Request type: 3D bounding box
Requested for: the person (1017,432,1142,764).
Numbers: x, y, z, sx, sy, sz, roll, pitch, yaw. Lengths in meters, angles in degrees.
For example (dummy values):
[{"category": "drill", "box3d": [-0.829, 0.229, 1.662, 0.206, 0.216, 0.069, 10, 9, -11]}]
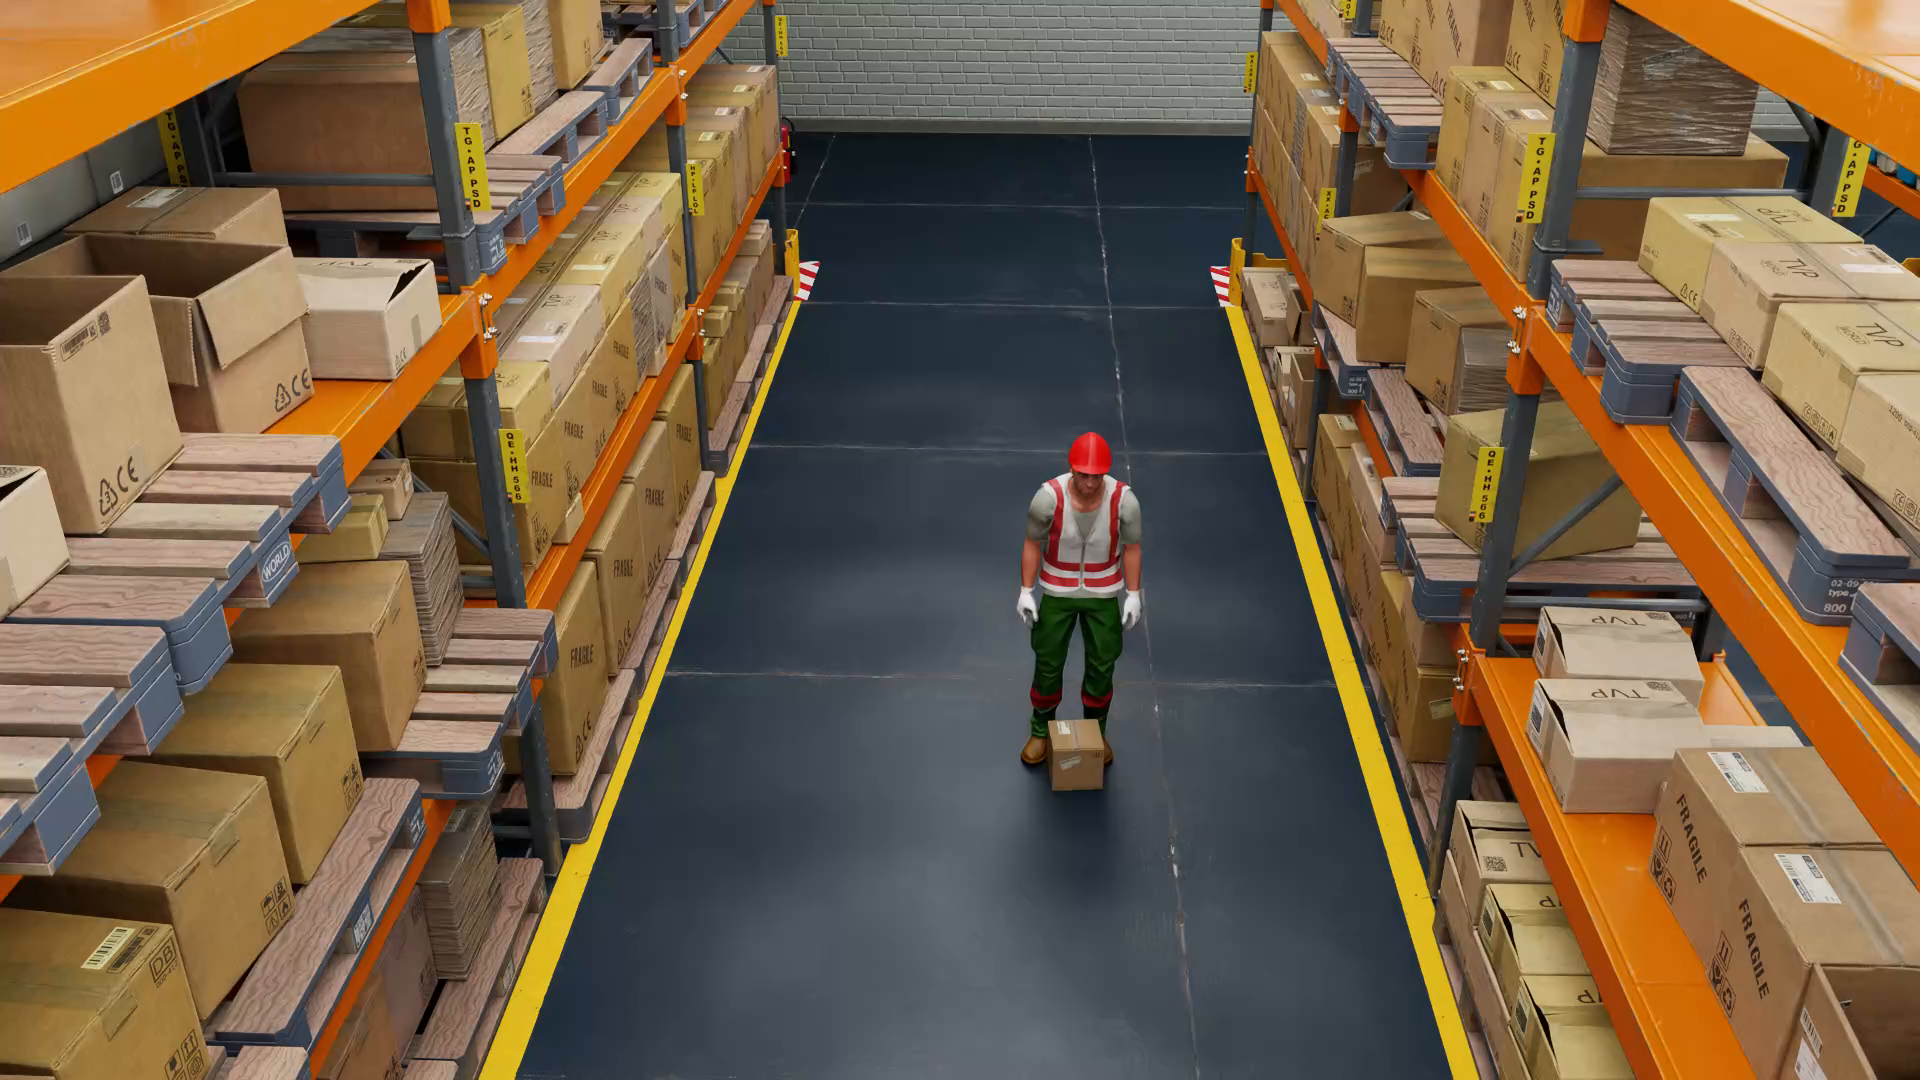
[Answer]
[{"category": "person", "box3d": [0.582, 0.280, 8.070, 0.608, 1.780, 0.448, 1, 28, 2]}]
